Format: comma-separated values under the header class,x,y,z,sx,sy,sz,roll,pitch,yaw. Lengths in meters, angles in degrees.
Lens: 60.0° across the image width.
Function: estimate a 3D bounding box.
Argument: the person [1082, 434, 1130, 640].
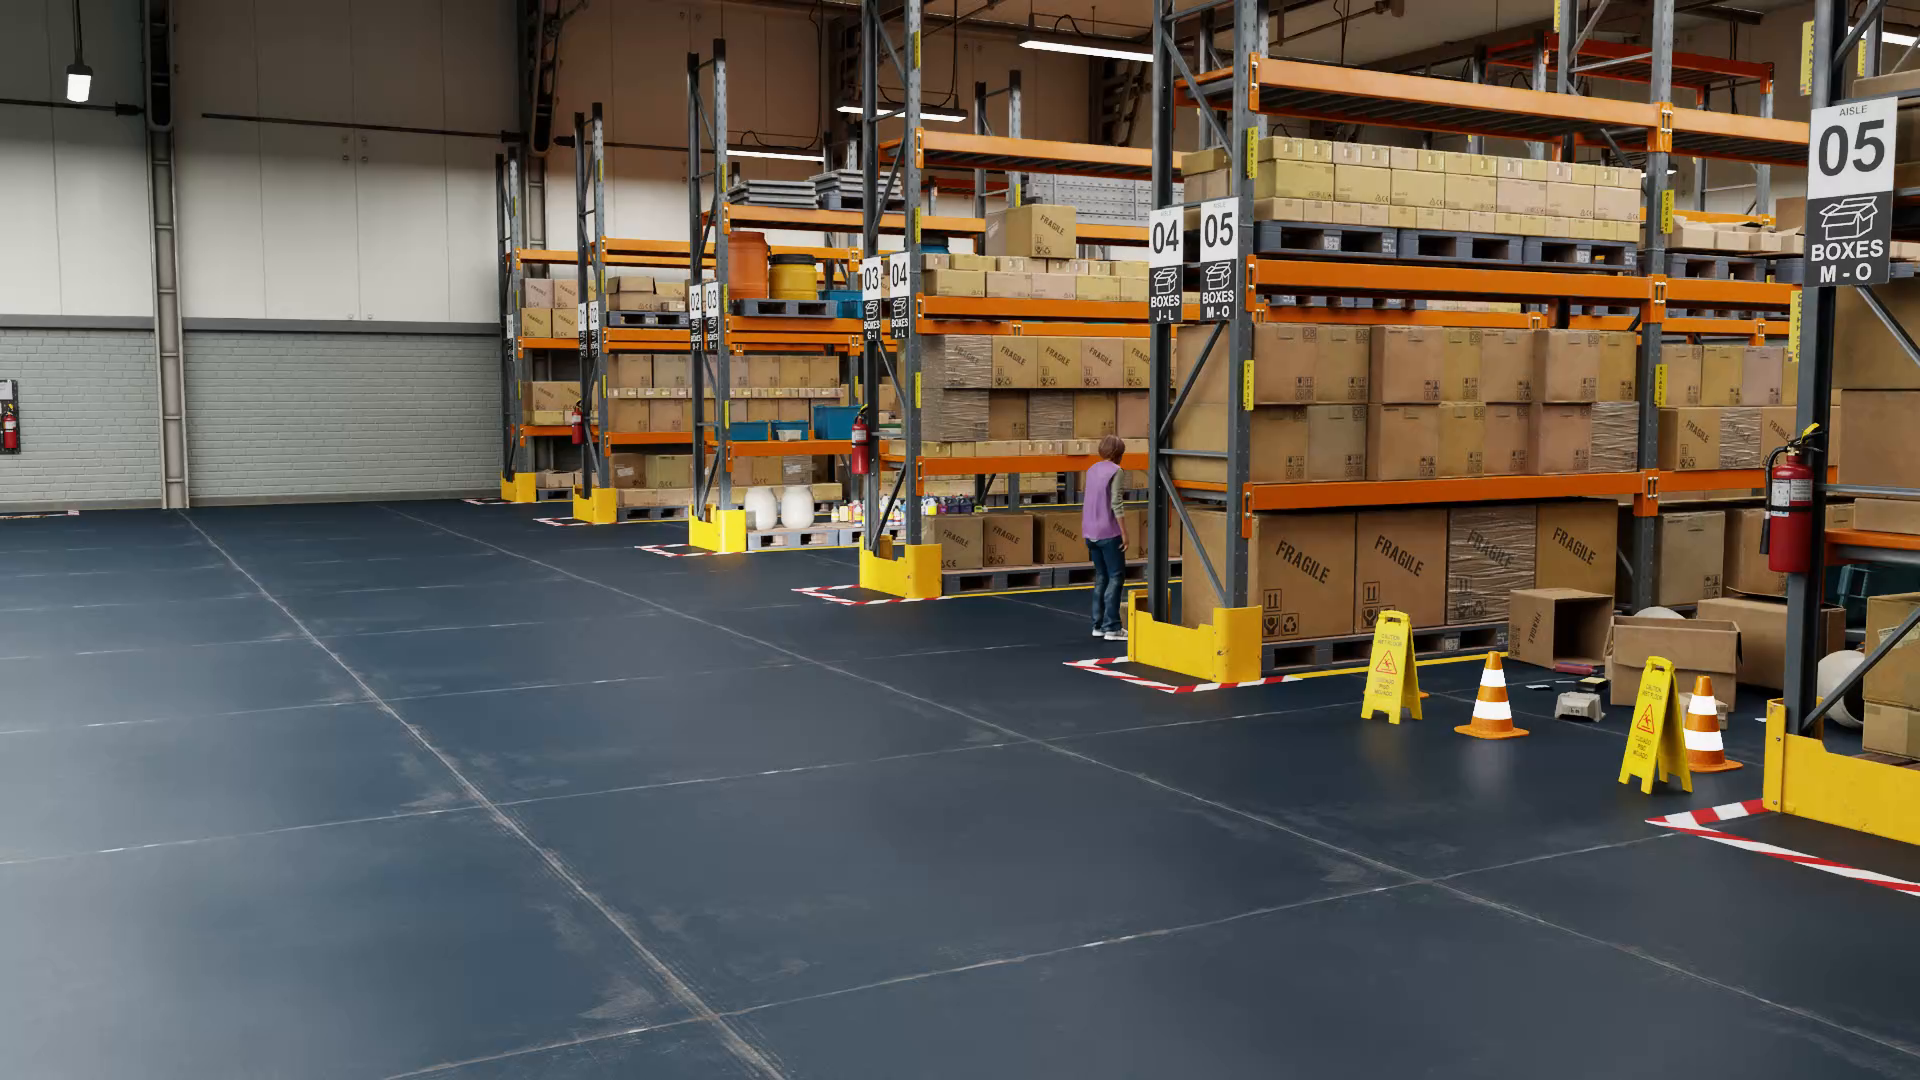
class,x,y,z,sx,sy,sz,roll,pitch,yaw
person,1.157,-0.020,12.999,0.375,1.581,0.484,-3,6,-32
